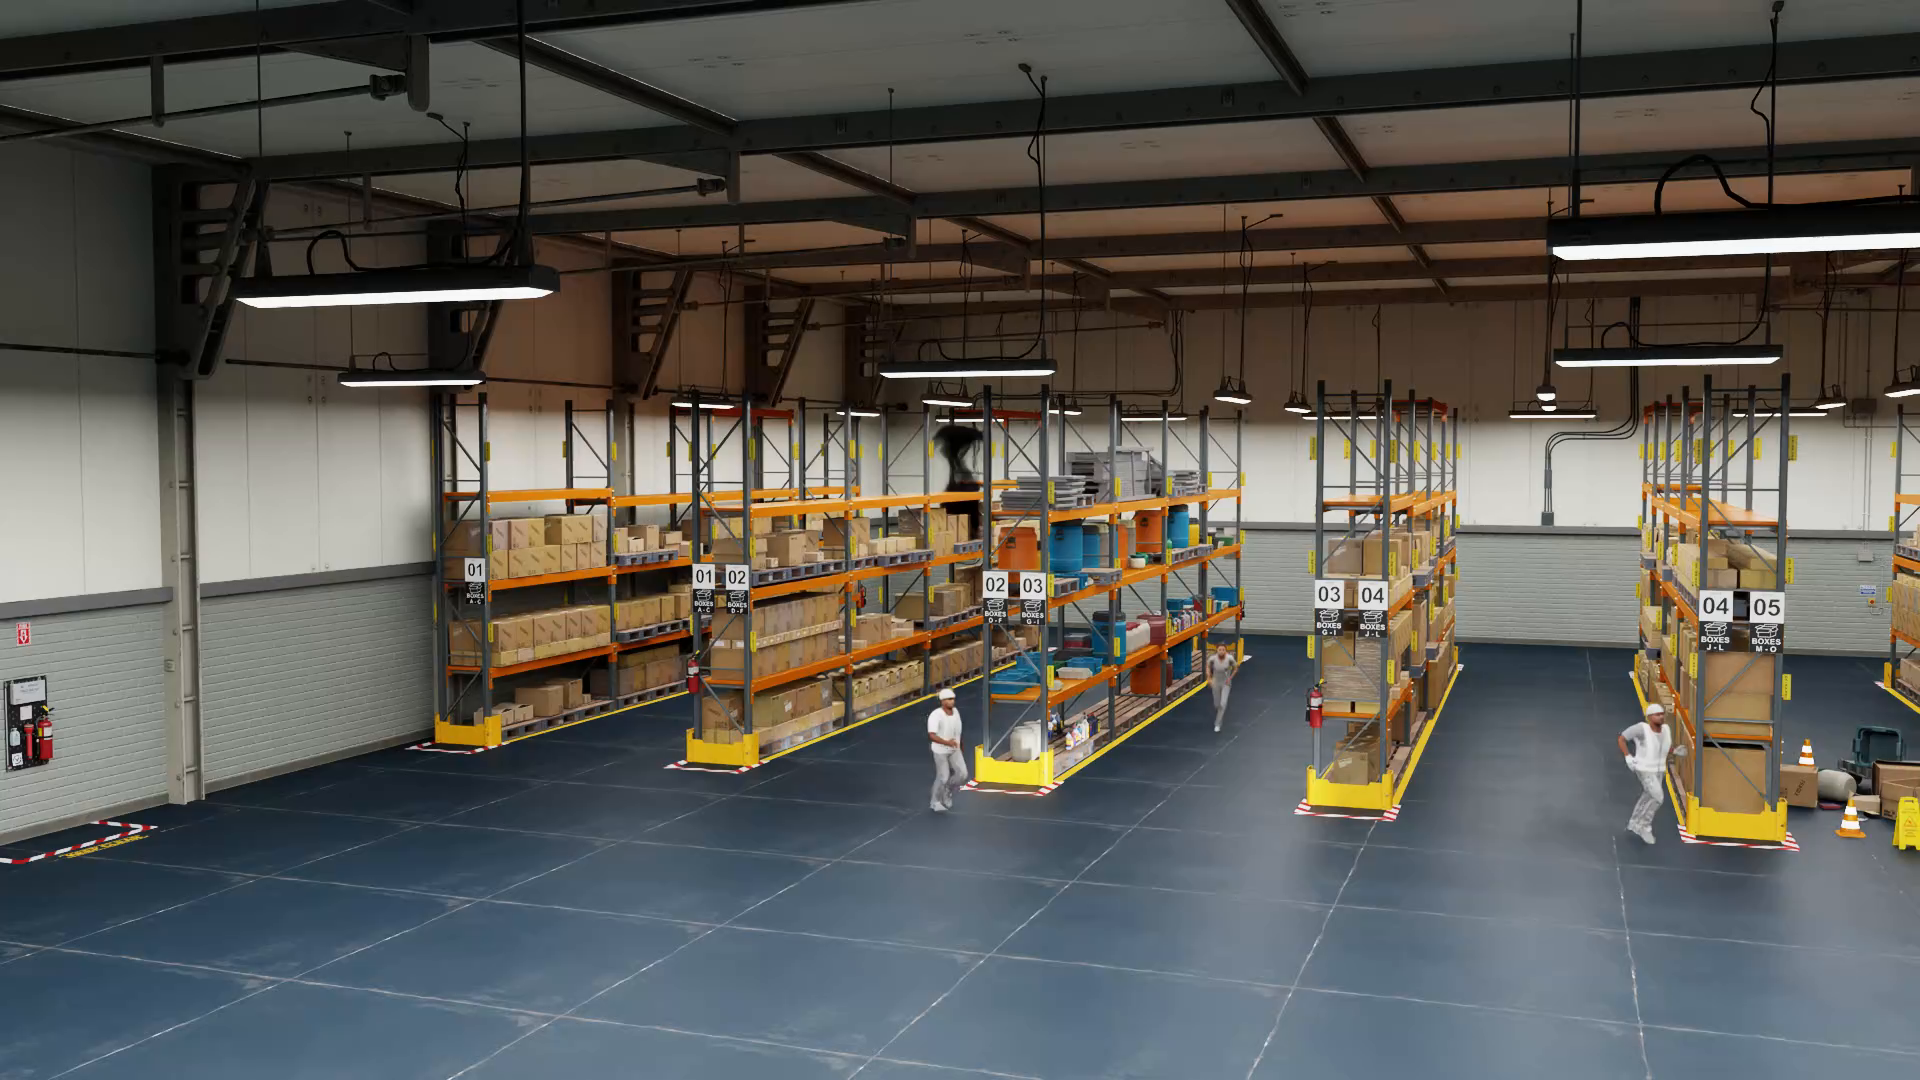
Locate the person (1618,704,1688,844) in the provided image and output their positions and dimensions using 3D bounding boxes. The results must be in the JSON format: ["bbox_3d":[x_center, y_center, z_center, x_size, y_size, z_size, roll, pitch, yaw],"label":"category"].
[{"bbox_3d":[8.875,2.994,21.332,0.677,1.813,0.794,-1,3,-23],"label":"person"}]

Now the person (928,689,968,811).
[{"bbox_3d":[-0.149,2.904,22.968,0.682,1.716,0.700,-3,4,-42],"label":"person"}]

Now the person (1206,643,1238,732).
[{"bbox_3d":[4.723,2.629,30.003,0.559,1.613,0.783,0,3,7],"label":"person"}]
